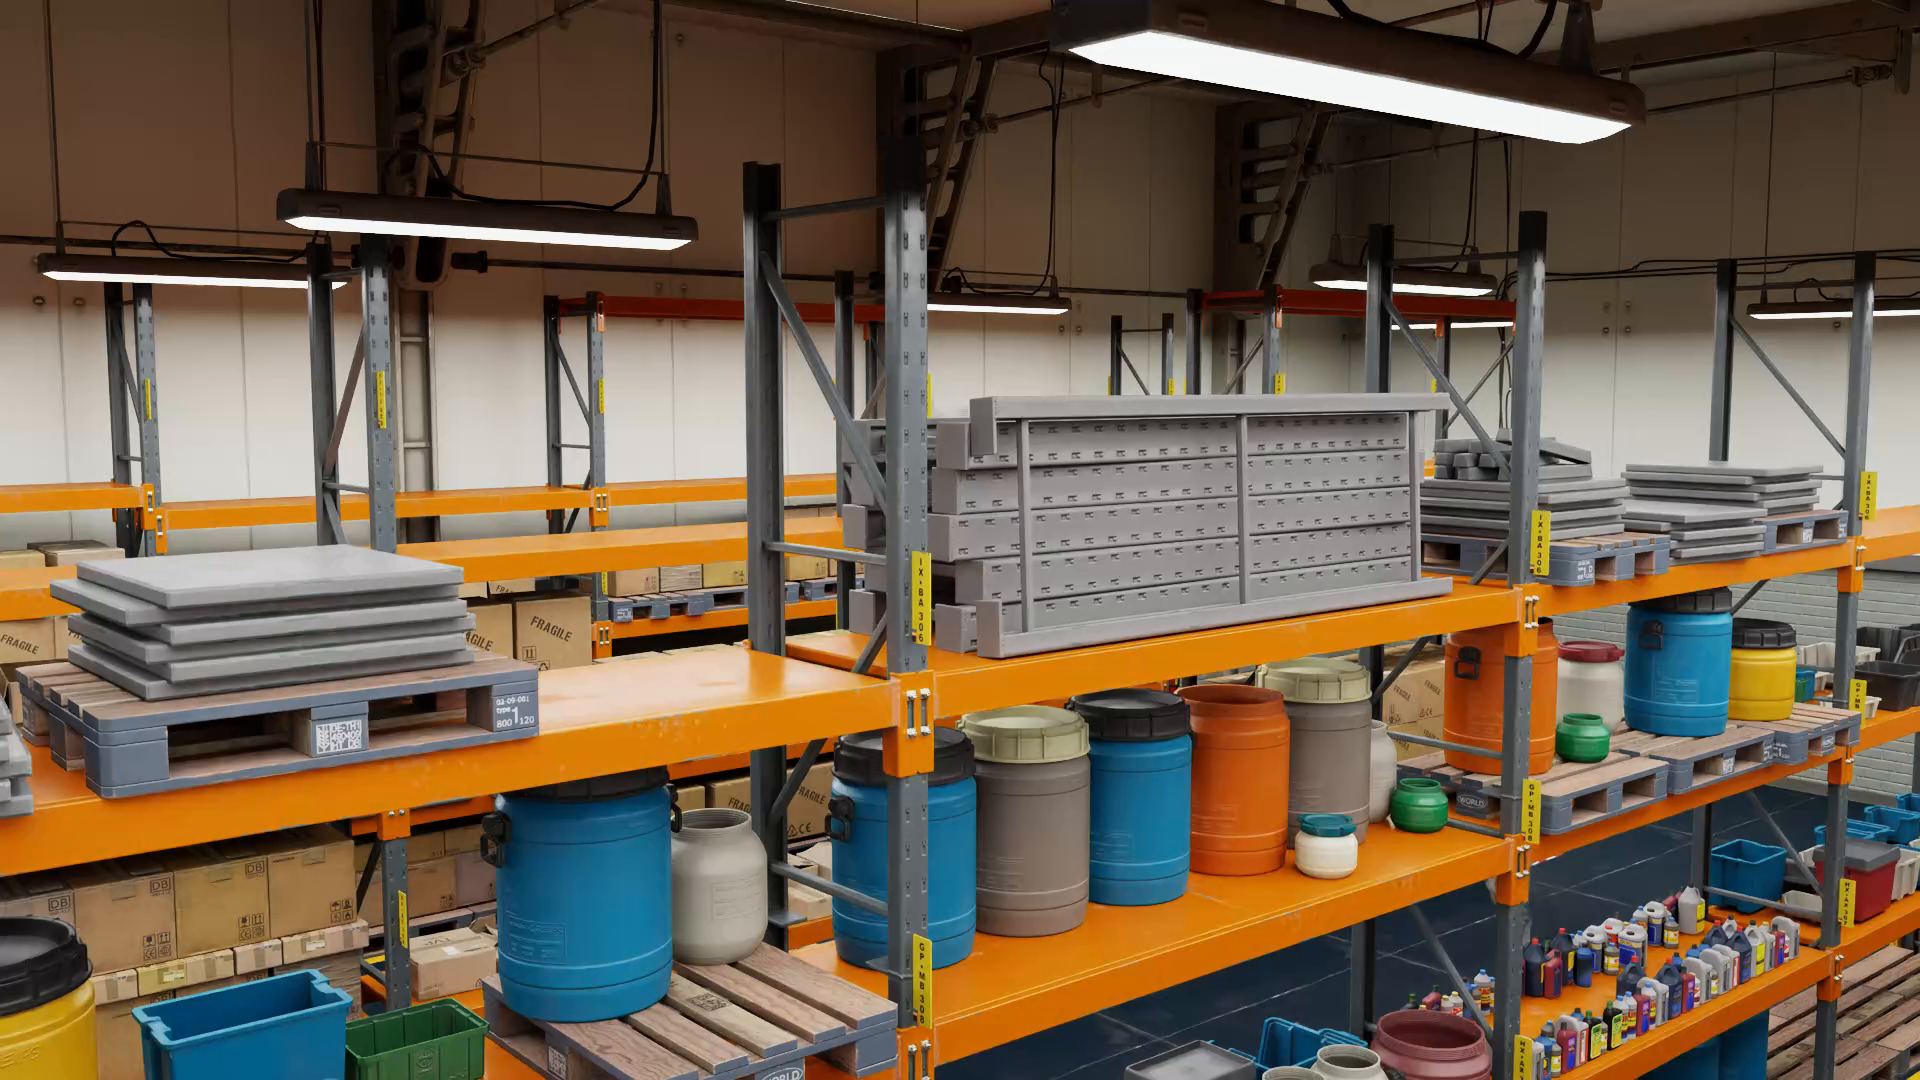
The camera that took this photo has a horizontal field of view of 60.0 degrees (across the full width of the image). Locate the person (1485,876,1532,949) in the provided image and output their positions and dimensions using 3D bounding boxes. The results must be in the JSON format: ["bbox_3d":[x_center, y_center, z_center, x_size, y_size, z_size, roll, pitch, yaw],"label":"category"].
[{"bbox_3d":[4.882,2.845,14.994,0.655,1.744,0.610,5,7,42],"label":"person"}]
